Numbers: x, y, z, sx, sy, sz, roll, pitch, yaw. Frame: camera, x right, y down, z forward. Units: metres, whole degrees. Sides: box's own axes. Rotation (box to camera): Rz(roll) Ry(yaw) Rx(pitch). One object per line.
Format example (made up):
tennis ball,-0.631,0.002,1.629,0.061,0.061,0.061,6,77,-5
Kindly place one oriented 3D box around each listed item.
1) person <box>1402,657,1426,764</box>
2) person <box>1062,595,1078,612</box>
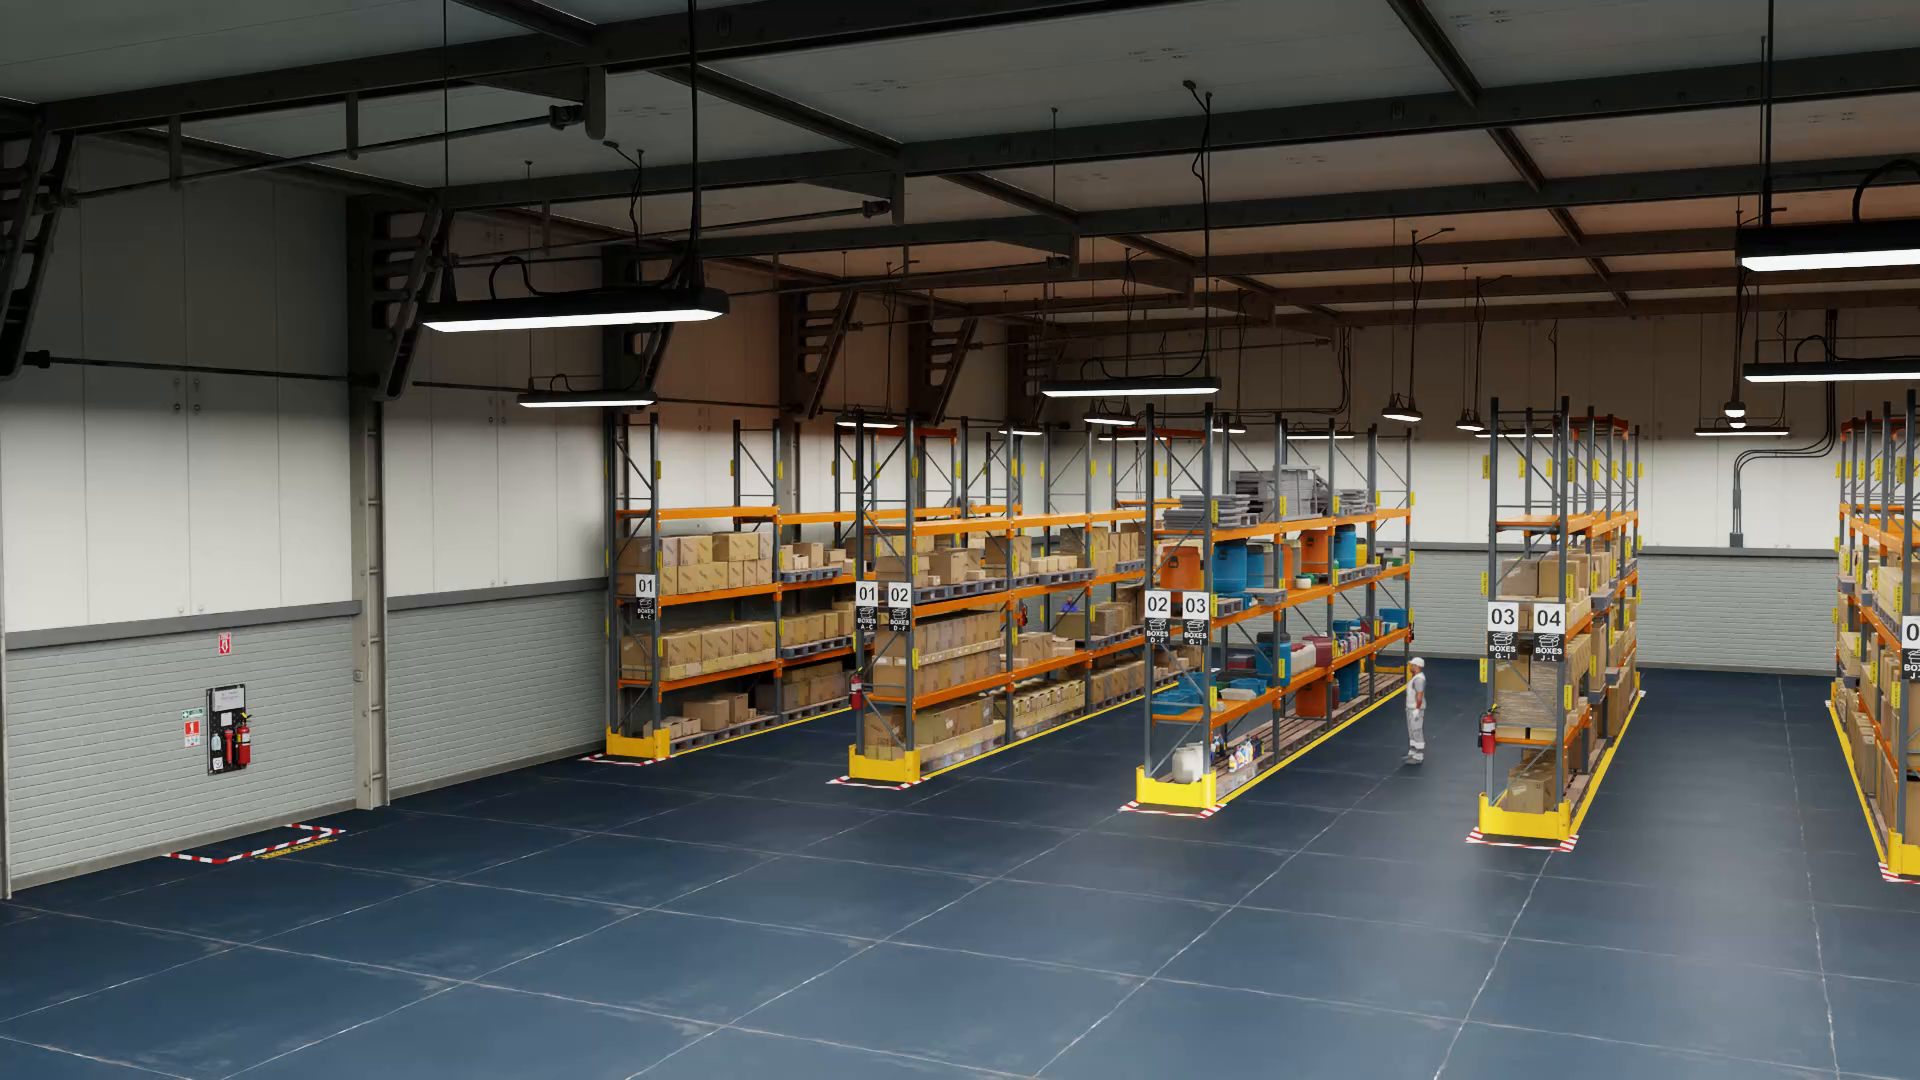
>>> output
person,7.779,2.901,28.446,0.387,1.797,0.589,0,2,2
person,2.944,2.311,44.723,0.467,1.629,0.675,0,2,-1
